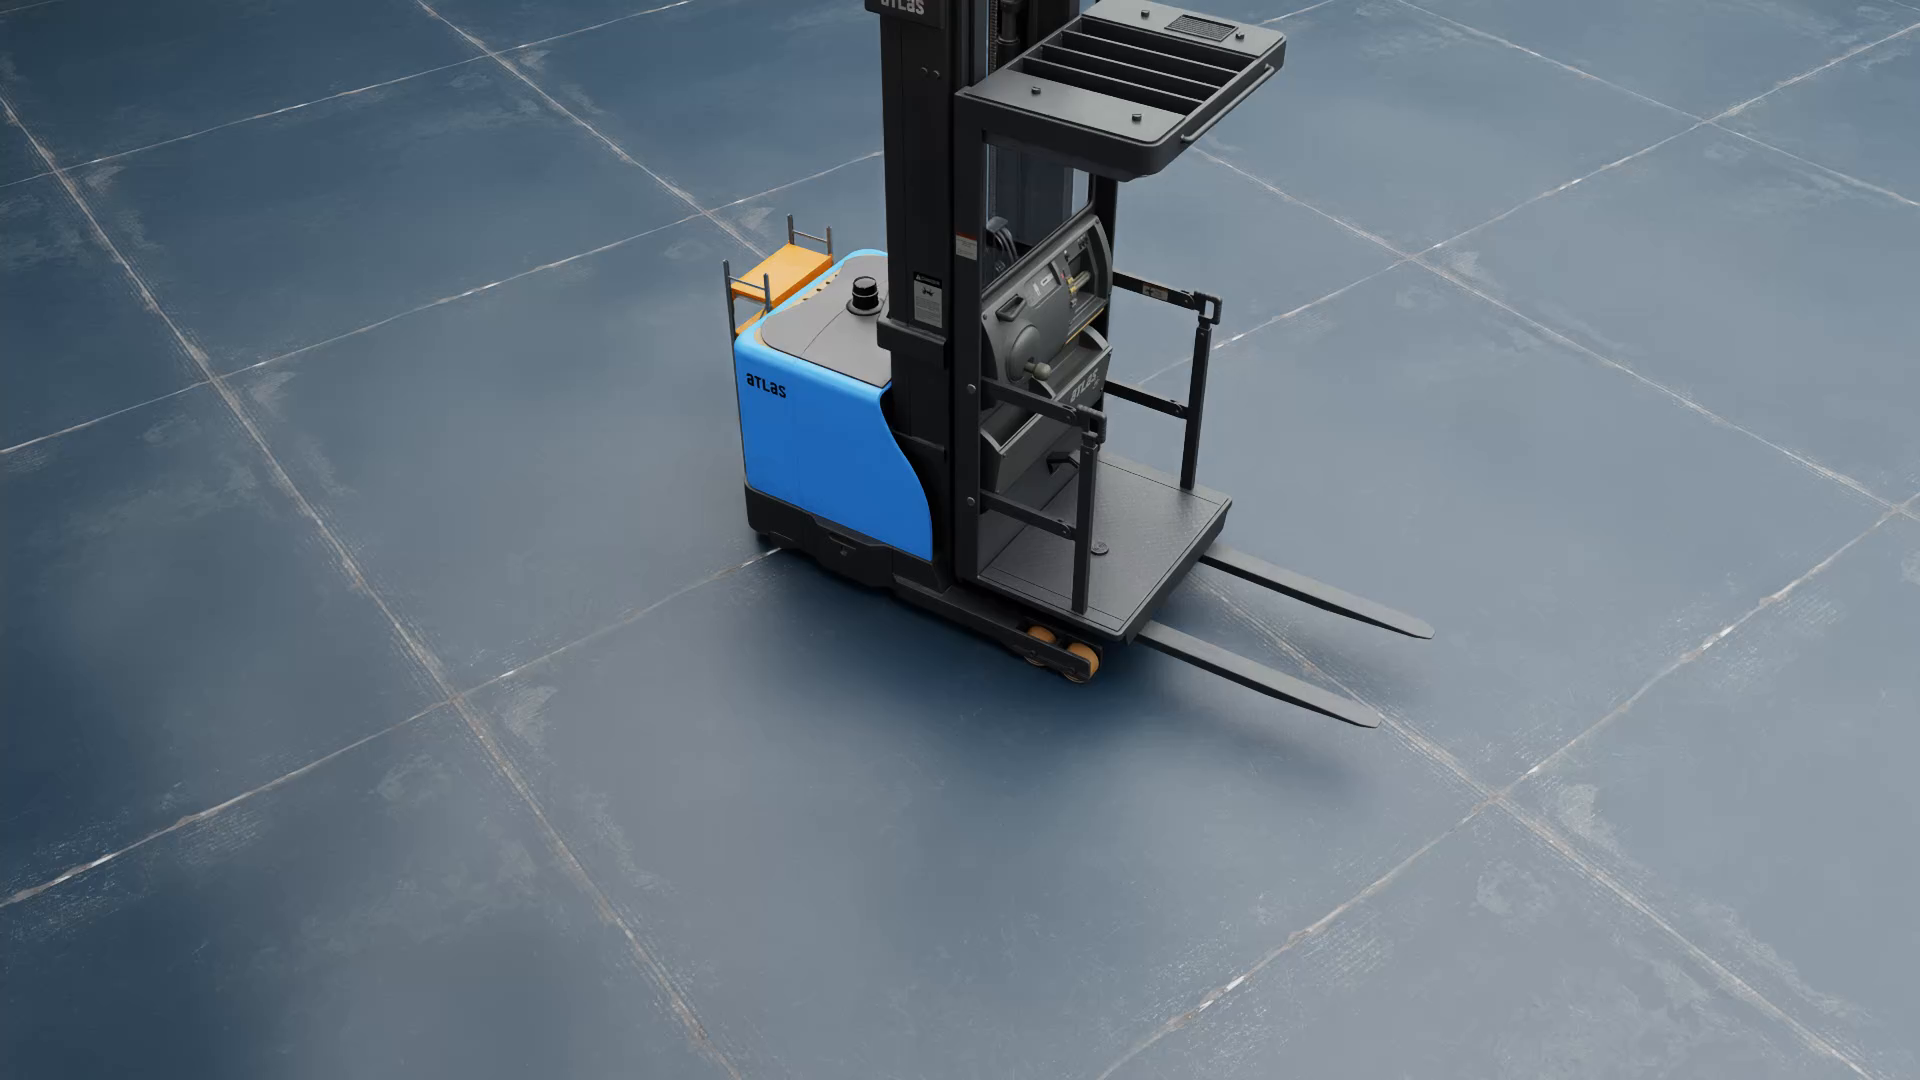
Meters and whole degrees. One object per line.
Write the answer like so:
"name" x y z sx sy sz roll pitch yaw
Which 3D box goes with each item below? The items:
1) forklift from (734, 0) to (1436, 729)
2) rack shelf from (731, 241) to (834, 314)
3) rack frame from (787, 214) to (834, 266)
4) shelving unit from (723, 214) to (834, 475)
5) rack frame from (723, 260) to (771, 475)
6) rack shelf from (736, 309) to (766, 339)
"forklift" 0.531 -0.919 6.559 3.031 2.935 1.130 22 44 25
"rack shelf" -0.818 -1.174 7.616 0.258 0.148 0.480 21 44 23
"rack frame" -0.693 -1.003 8.026 0.240 1.200 0.015 21 44 23
"shelving unit" -0.818 -0.870 7.865 0.258 1.200 0.503 21 44 23
"rack frame" -0.944 -0.738 7.703 0.240 1.200 0.015 21 44 23
"rack shelf" -0.818 -0.991 7.766 0.258 0.148 0.480 21 44 23
